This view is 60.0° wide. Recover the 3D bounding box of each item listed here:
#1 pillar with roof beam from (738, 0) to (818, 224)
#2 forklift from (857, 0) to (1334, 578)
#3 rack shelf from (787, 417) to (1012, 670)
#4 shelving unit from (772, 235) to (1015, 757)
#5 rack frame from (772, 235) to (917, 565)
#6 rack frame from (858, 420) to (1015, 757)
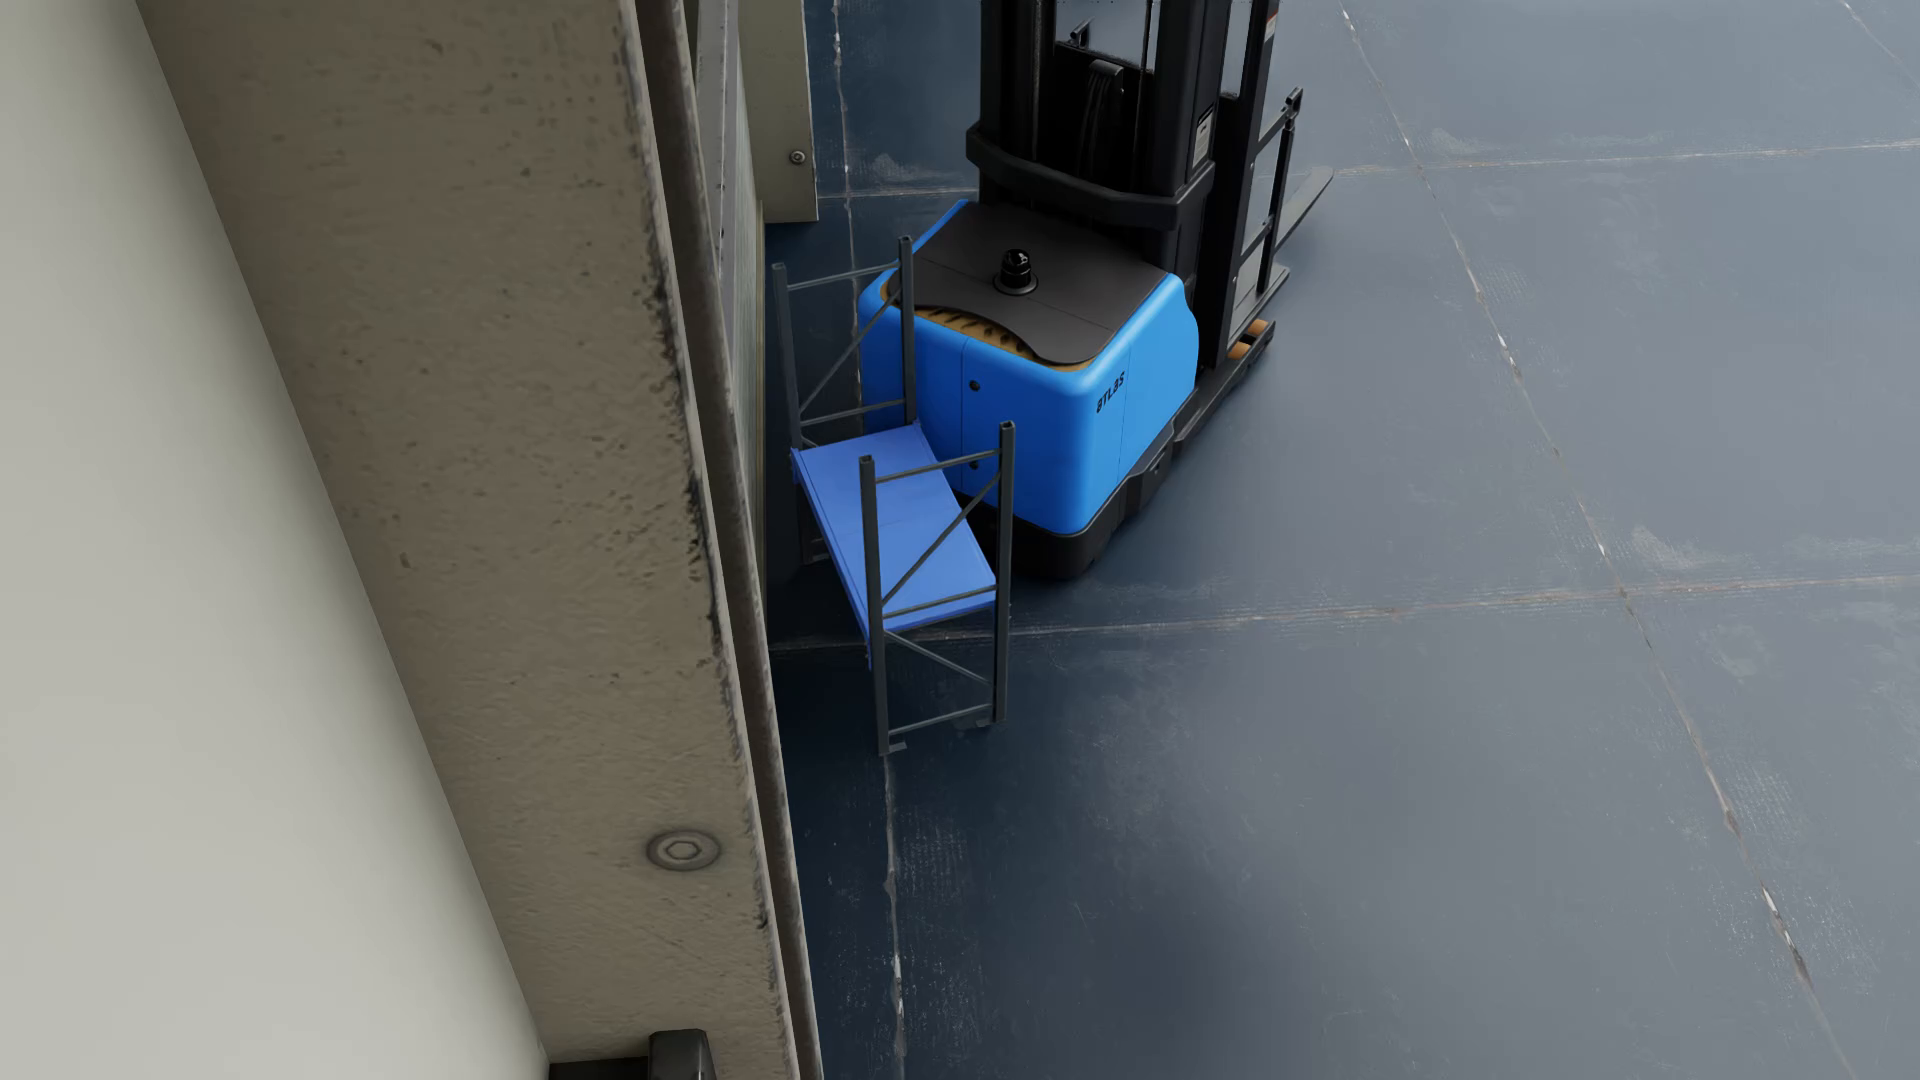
[{"bbox_3d":[3.402,-5.106,5.525,9.100,9.000,0.400,-3,47,-3],"label":"pillar with roof beam"},{"bbox_3d":[0.797,-1.910,6.677,1.130,2.935,3.031,24,51,21],"label":"forklift"},{"bbox_3d":[-0.238,-0.011,6.111,0.538,0.185,1.000,-14,48,-13],"label":"rack shelf"},{"bbox_3d":[-0.238,-0.134,5.981,0.538,1.500,1.048,-14,48,-13],"label":"shelving unit"},{"bbox_3d":[-0.408,-0.482,6.310,0.500,1.500,0.032,-14,48,-13],"label":"rack frame"},{"bbox_3d":[-0.069,0.214,5.651,0.500,1.500,0.032,-14,48,-13],"label":"rack frame"}]
